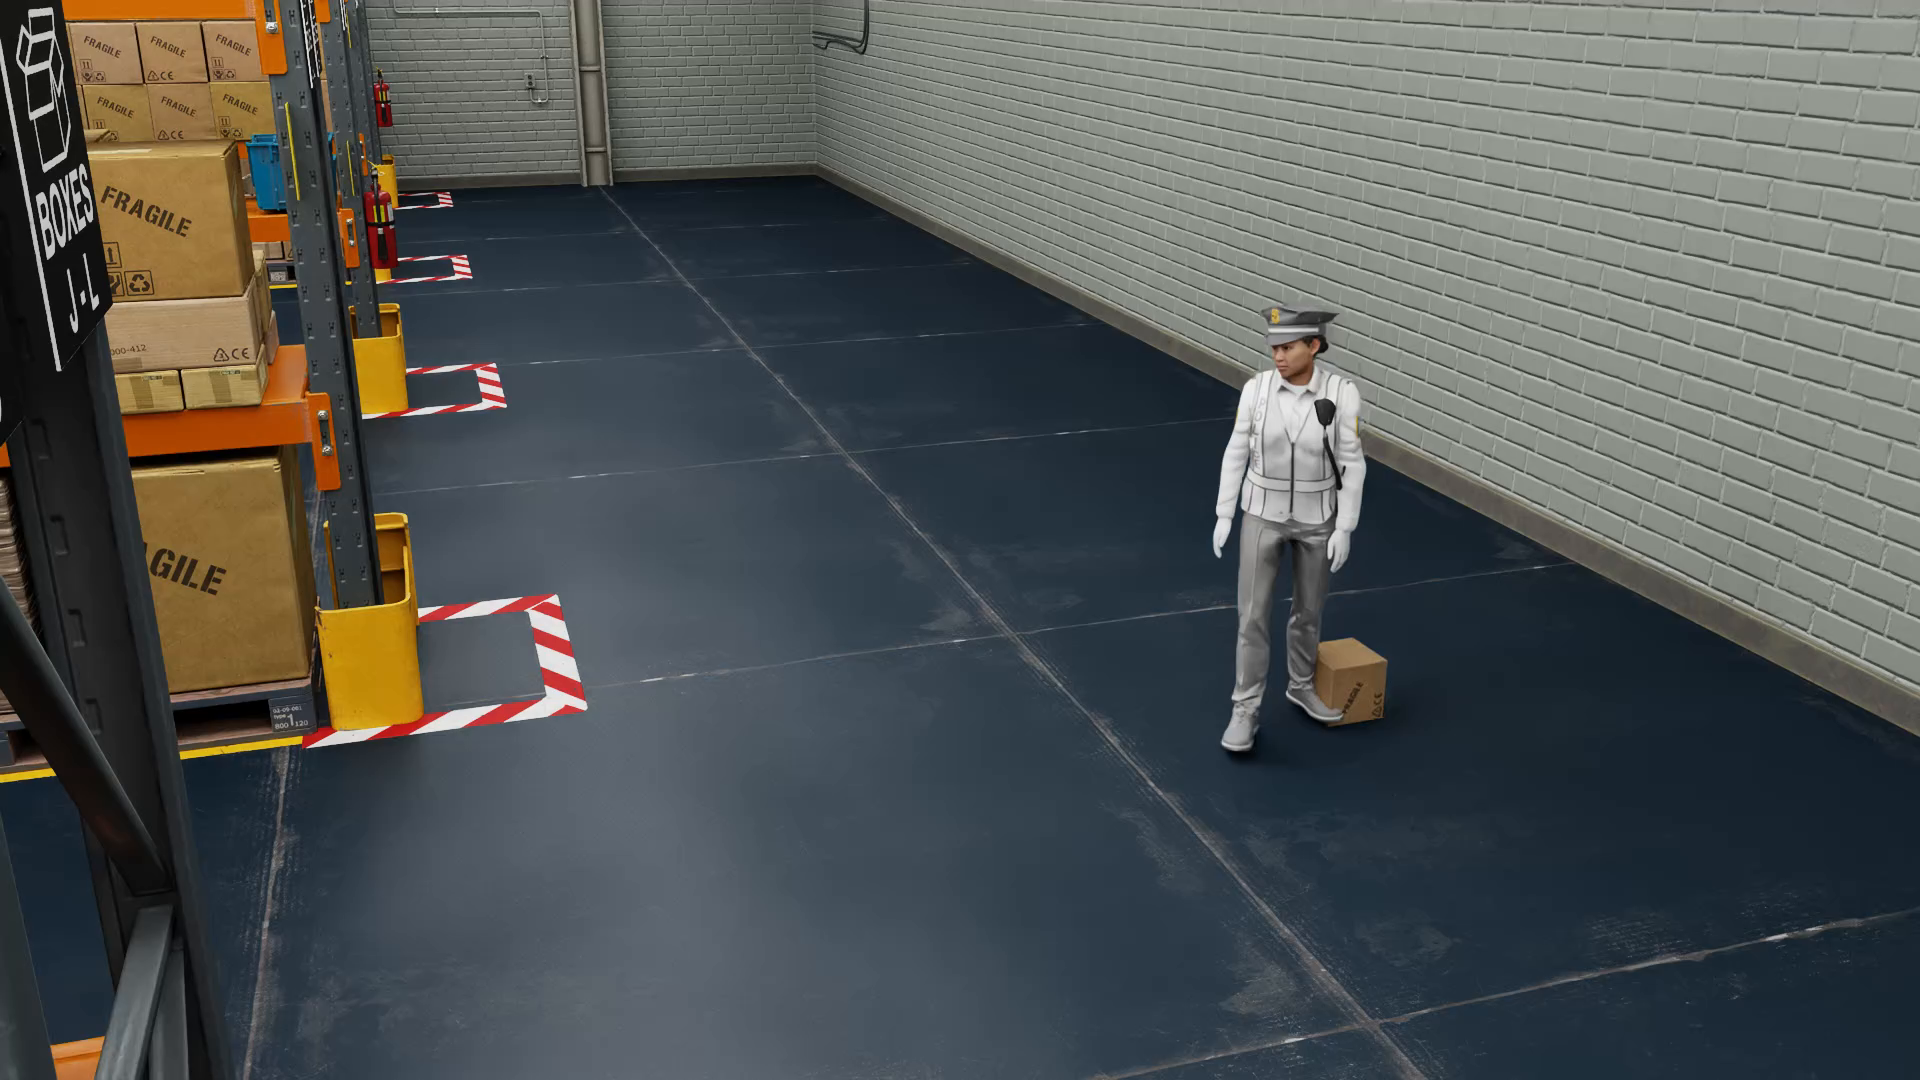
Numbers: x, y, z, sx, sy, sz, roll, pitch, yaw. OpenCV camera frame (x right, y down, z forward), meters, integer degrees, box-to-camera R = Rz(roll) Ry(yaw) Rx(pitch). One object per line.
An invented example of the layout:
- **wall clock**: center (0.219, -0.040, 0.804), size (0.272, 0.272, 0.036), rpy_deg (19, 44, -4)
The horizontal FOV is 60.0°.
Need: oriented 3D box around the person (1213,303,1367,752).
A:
- **person**: center (1.214, -0.060, 6.167), size (0.538, 1.655, 0.579), rpy_deg (4, 20, 10)
